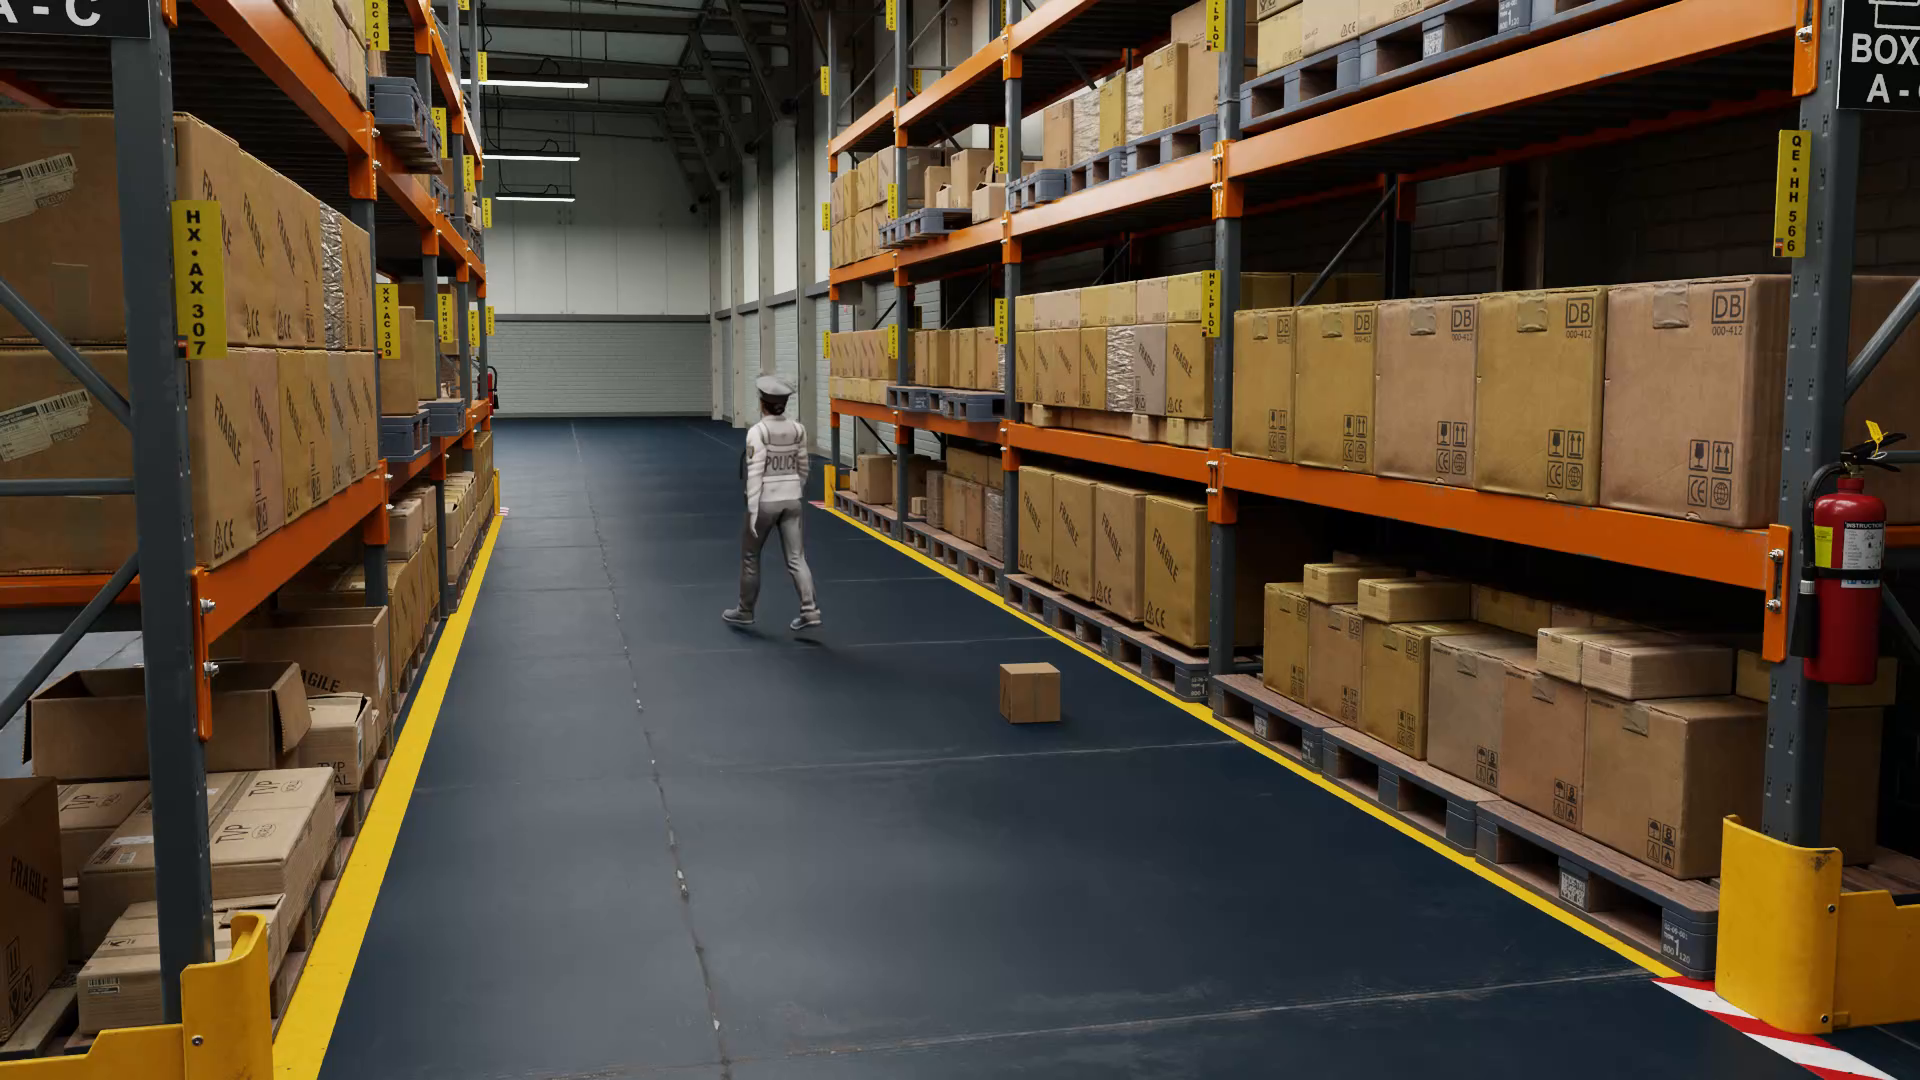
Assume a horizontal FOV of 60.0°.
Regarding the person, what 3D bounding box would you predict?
[{"bbox_3d":[-1.201,-0.241,10.715,0.511,1.636,0.996,-4,7,-34],"label":"person"}]
